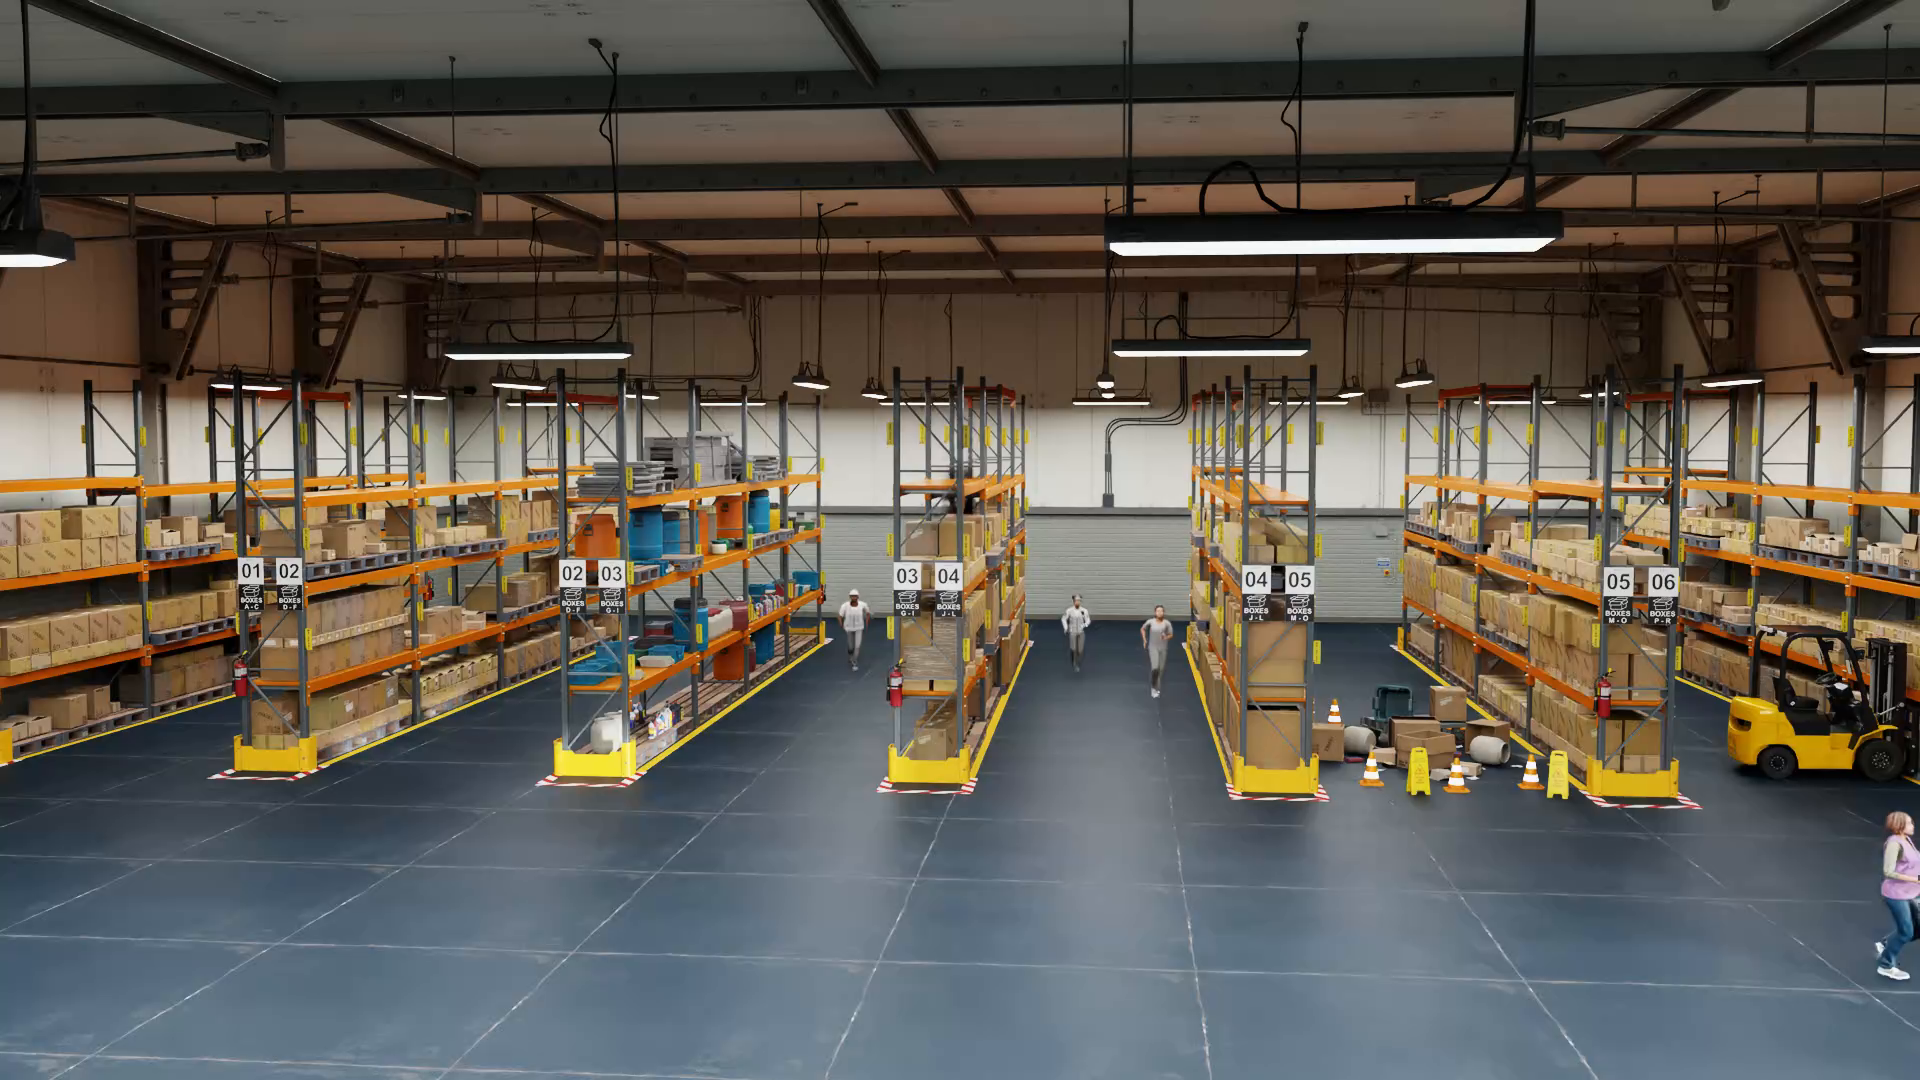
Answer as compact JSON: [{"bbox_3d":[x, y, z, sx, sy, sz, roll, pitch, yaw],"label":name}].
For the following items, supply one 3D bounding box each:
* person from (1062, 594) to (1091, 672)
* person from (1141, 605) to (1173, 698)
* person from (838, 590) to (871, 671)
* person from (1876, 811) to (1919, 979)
[{"bbox_3d":[2.480,1.981,35.334,0.605,1.659,0.535,0,4,-2],"label":"person"},{"bbox_3d":[3.585,2.016,30.094,0.551,1.686,0.609,0,4,-3],"label":"person"},{"bbox_3d":[-2.266,1.918,35.747,0.689,1.733,0.832,0,4,-2],"label":"person"},{"bbox_3d":[8.694,3.274,15.267,0.526,1.543,0.536,-3,5,-40],"label":"person"}]
